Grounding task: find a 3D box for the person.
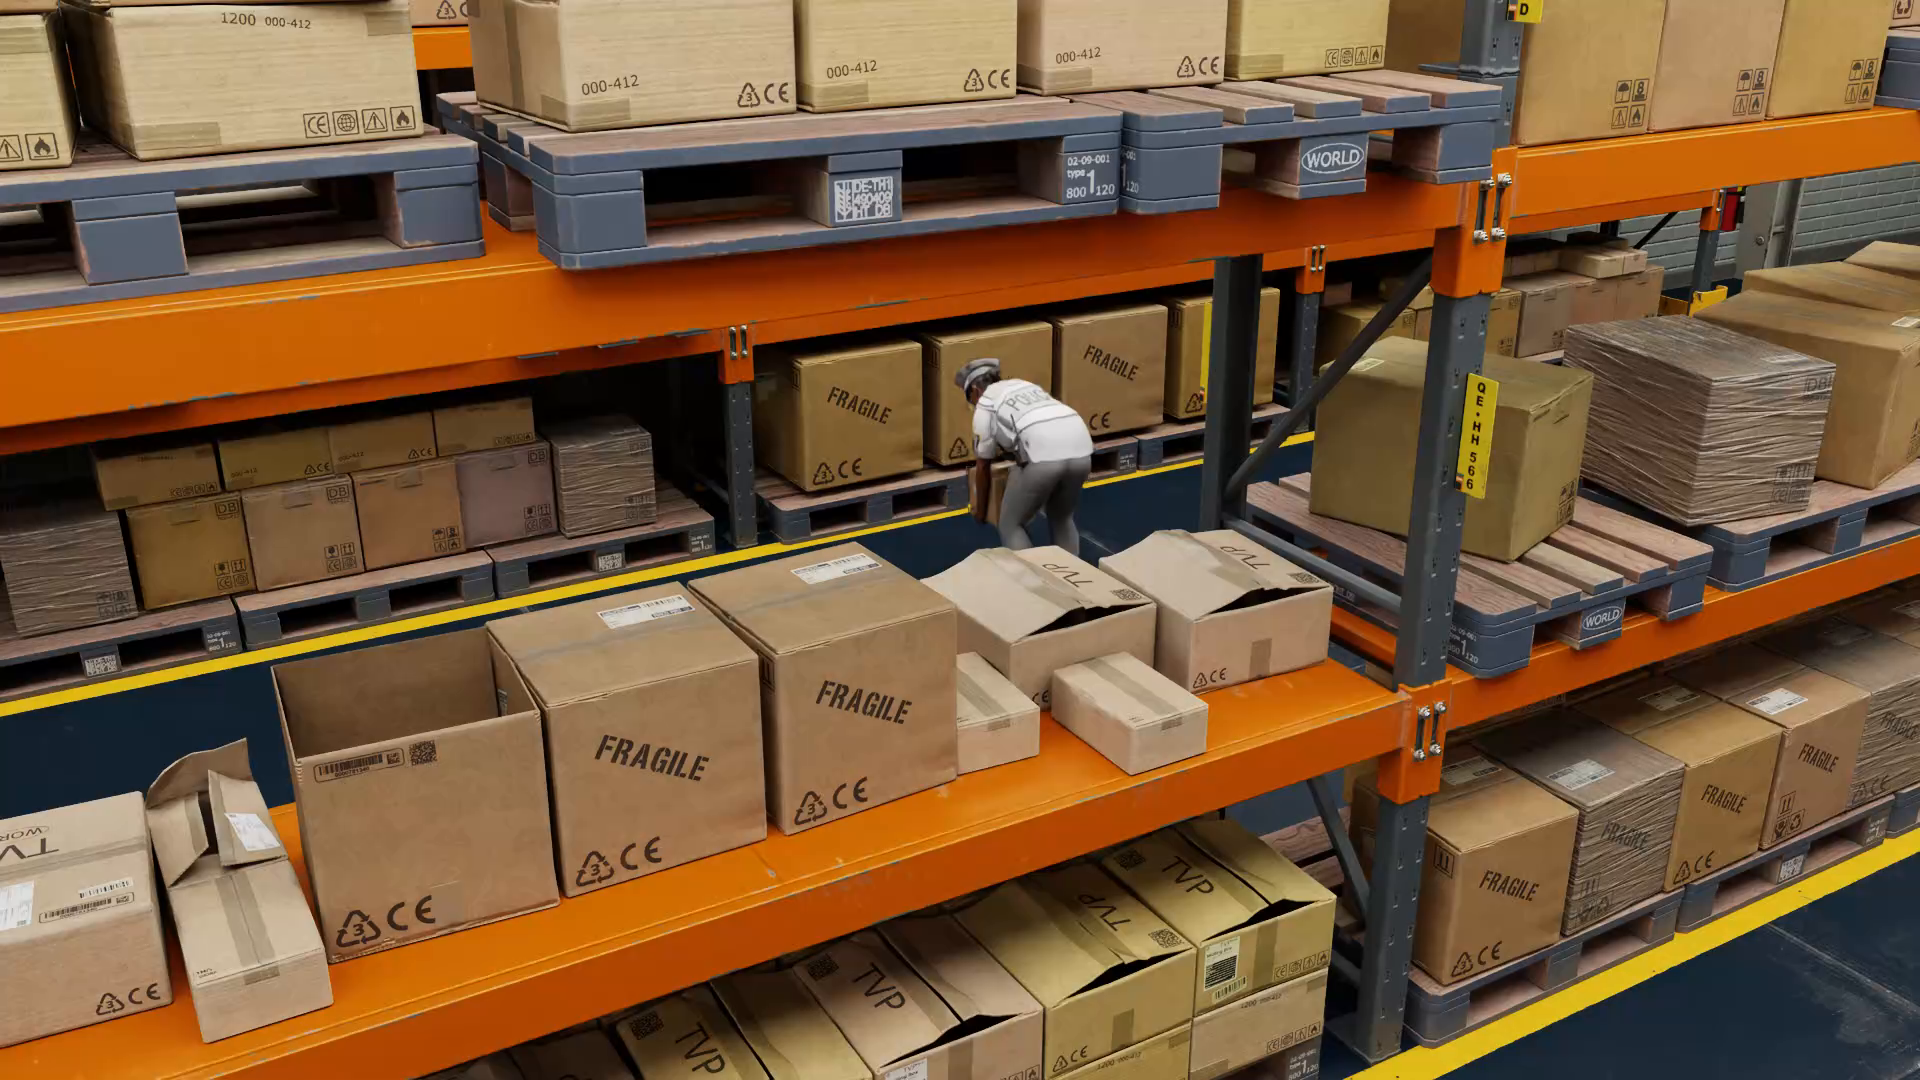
[{"bbox_3d":[0.294,-0.280,8.430,0.419,1.188,0.931,-13,25,-30],"label":"person"}]
